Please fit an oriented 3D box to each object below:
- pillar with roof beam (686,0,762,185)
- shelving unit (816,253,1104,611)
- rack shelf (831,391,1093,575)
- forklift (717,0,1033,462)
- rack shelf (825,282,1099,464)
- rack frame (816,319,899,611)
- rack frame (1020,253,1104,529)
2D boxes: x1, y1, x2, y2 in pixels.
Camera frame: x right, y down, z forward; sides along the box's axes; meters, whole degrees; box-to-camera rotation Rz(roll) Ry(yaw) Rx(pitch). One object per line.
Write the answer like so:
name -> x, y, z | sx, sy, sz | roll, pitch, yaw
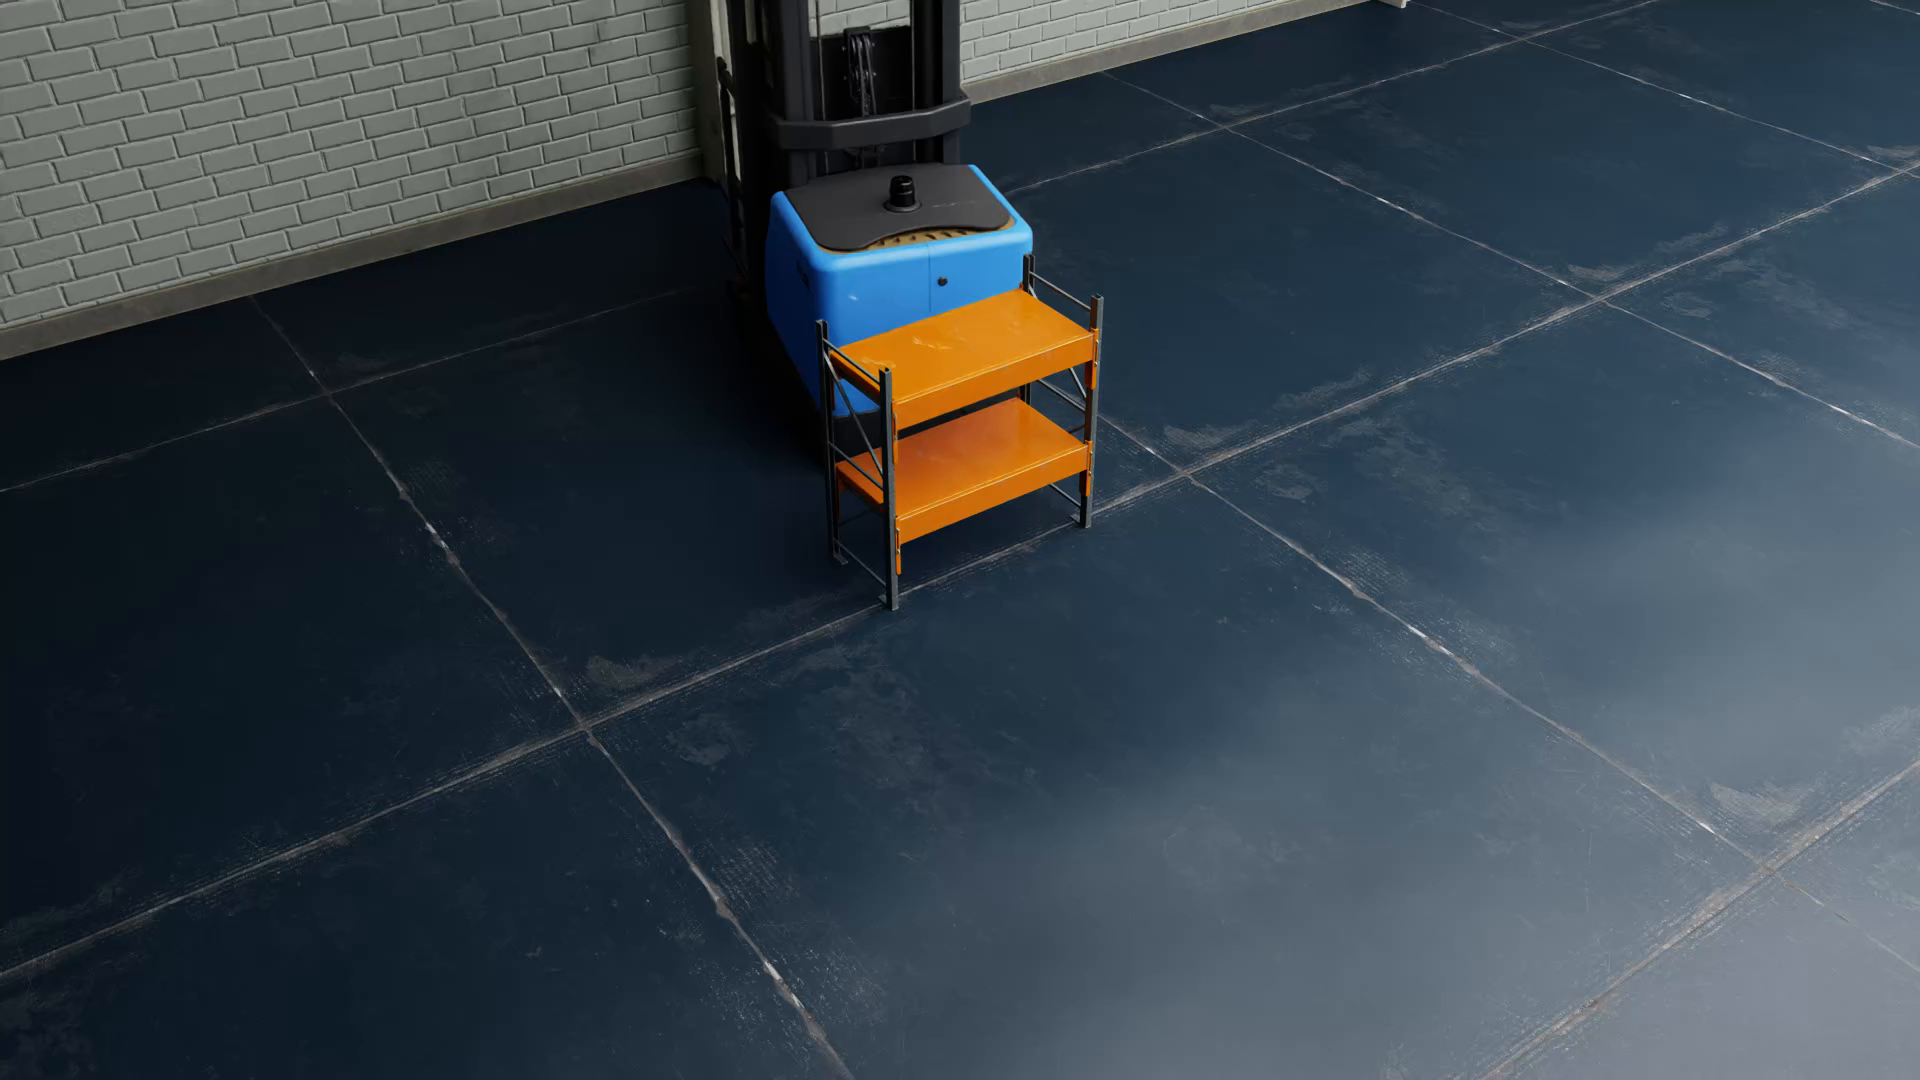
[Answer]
pillar with roof beam -> 1.111, -3.898, 4.963 | 0.400, 9.000, 9.100 | -22, 41, -28
shelving unit -> 0.006, -0.459, 6.925 | 1.048, 1.125, 0.538 | -22, 41, -28
rack shelf -> 0.006, -0.260, 7.067 | 1.000, 0.278, 0.538 | -22, 41, -28
forklift -> -0.623, -2.405, 8.084 | 1.130, 2.935, 3.031 | -11, 37, -15
rack shelf -> 0.006, -0.697, 6.754 | 1.000, 0.278, 0.538 | -22, 41, -28
rack frame -> -0.410, -0.288, 6.687 | 0.032, 1.125, 0.500 | -22, 41, -28
rack frame -> 0.421, -0.630, 7.162 | 0.032, 1.125, 0.500 | -22, 41, -28
